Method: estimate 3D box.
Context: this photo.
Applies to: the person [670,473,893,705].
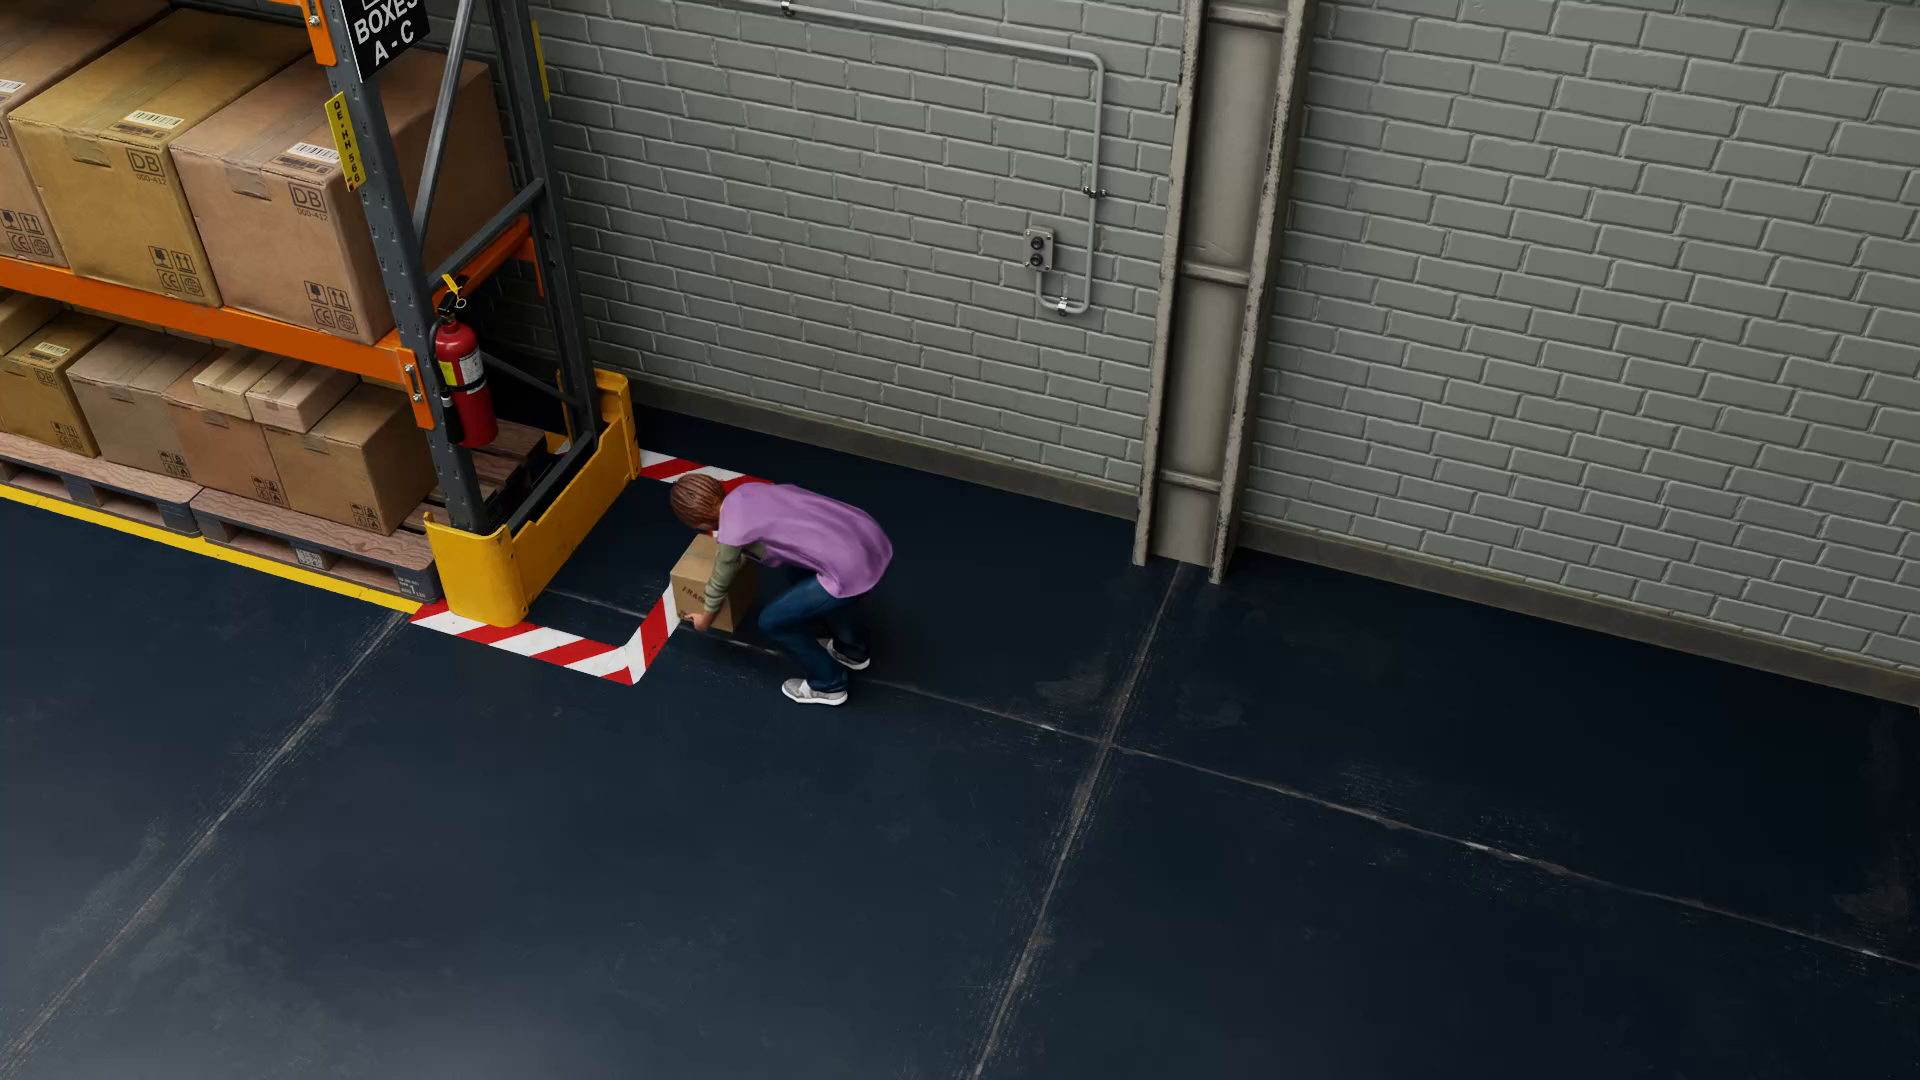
[{"bbox_3d":[-0.682,0.180,6.461,0.863,0.937,0.429,12,43,13],"label":"person"}]
